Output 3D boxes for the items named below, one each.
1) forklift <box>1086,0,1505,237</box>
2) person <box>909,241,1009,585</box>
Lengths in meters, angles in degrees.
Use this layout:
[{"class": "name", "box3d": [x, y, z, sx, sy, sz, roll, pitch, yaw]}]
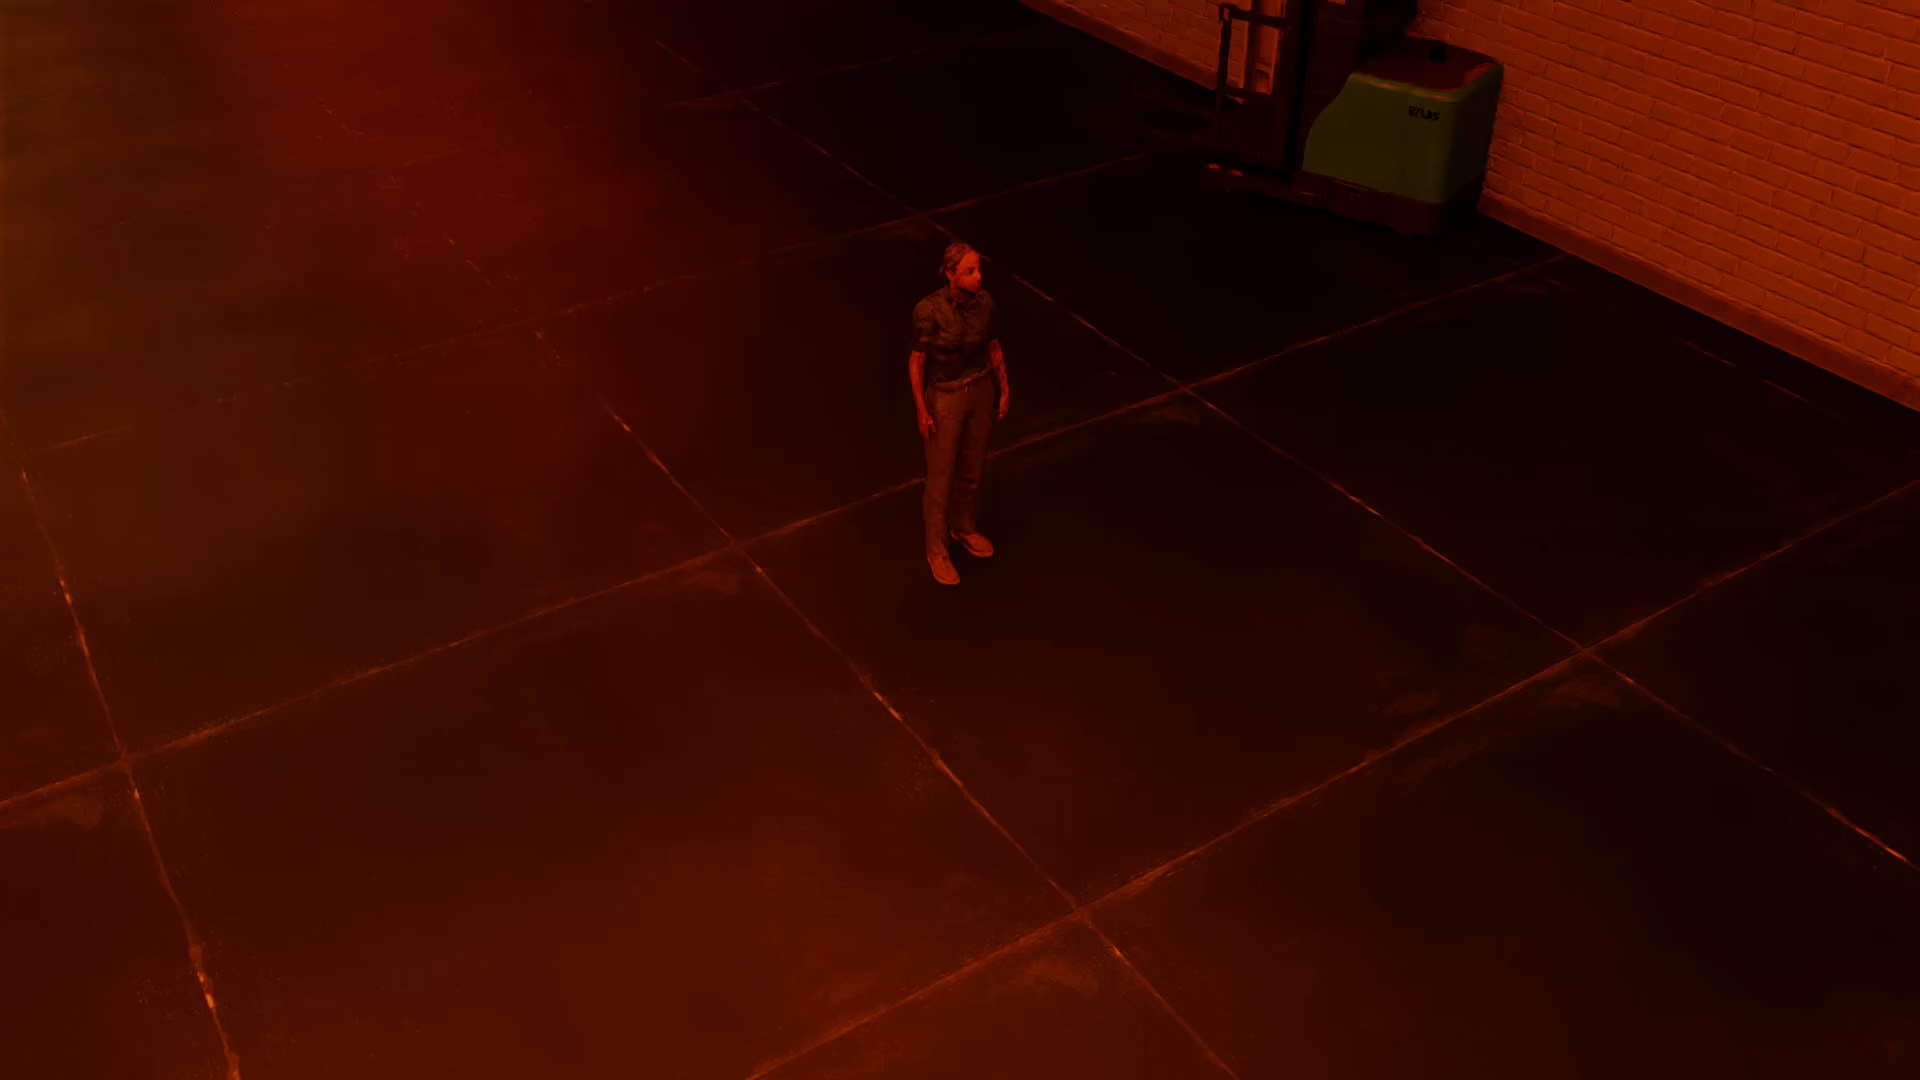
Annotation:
[{"class": "forklift", "box3d": [2.401, -3.997, 11.837, 3.031, 2.935, 1.130, 23, 41, 29]}, {"class": "person", "box3d": [0.032, -0.634, 8.148, 0.570, 1.654, 0.503, -21, 40, -27]}]
